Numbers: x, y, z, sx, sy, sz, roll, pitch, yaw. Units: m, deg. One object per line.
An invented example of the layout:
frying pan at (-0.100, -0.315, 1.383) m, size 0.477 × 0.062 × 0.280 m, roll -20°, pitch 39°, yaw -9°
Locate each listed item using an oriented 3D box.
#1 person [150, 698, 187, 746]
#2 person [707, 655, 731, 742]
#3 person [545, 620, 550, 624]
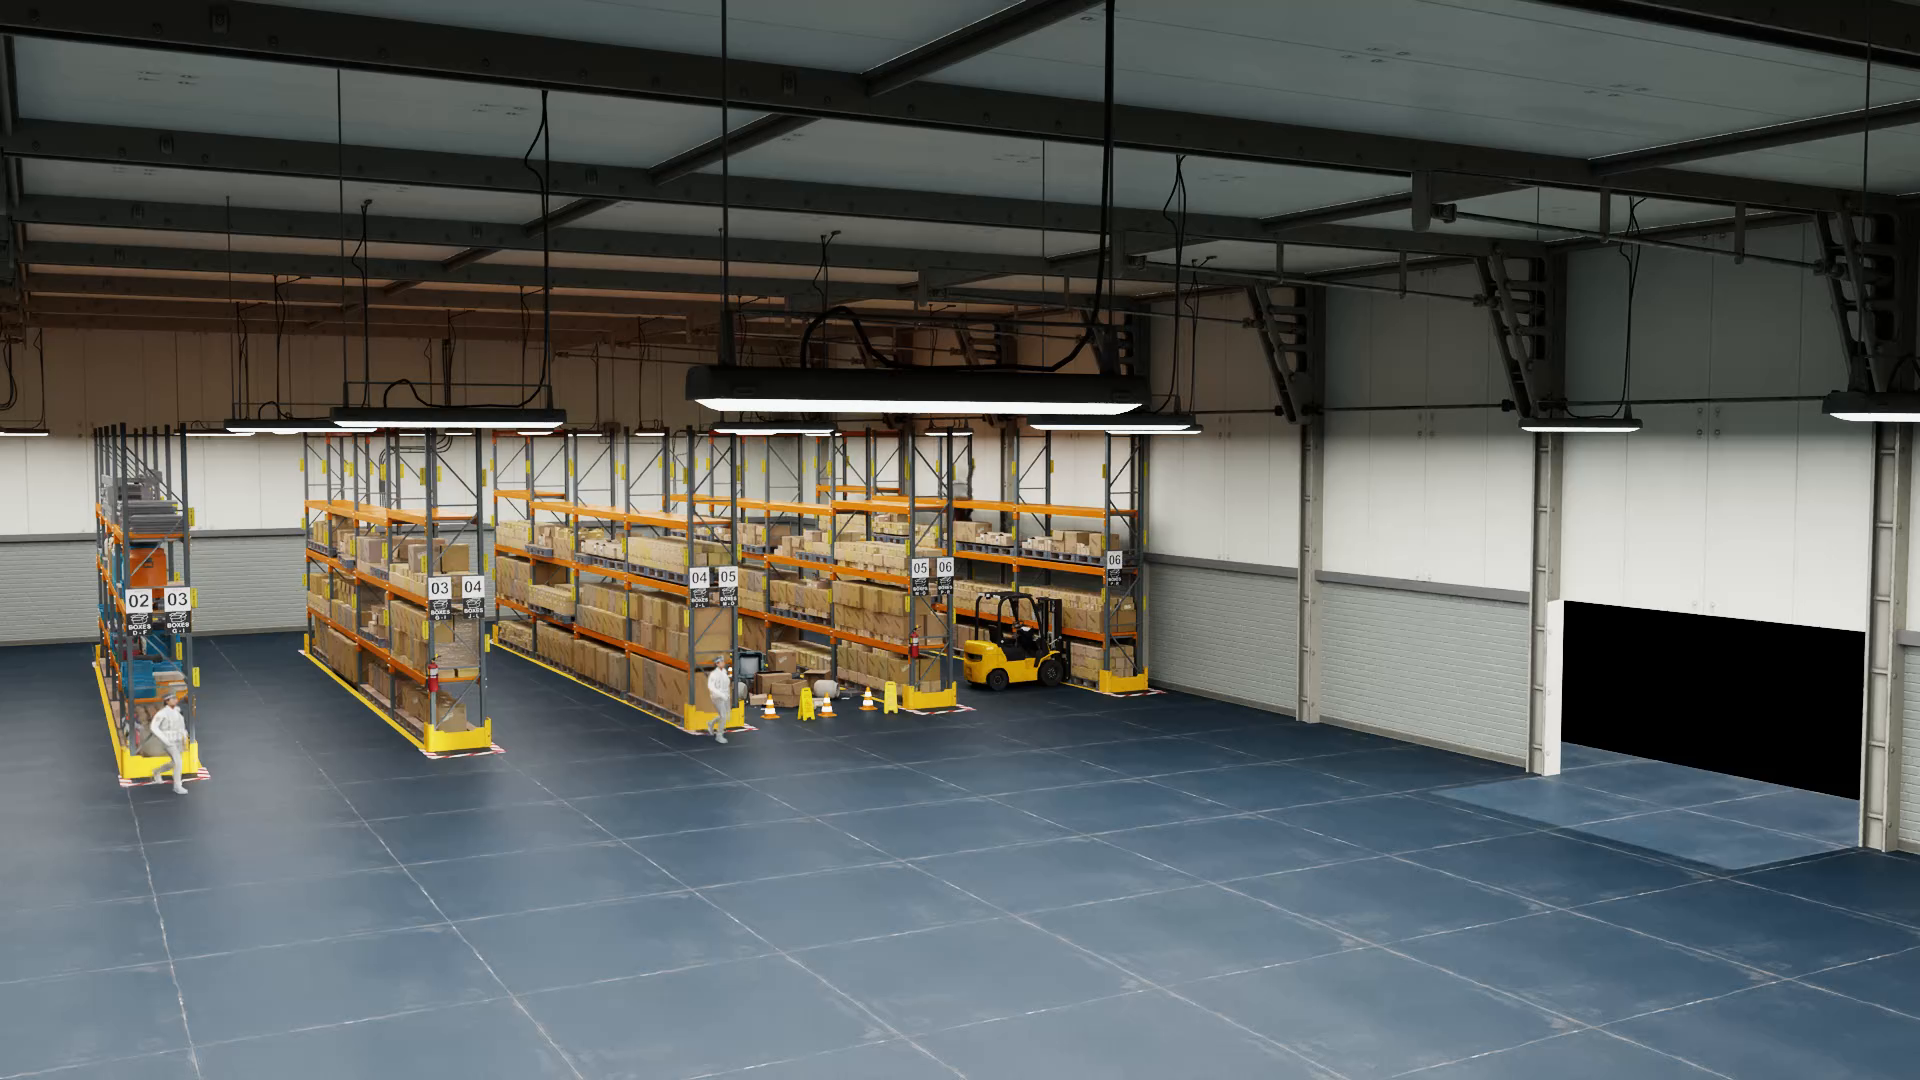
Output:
person at (-12.793, 2.896, 26.969) m, size 0.329 × 0.844 × 0.643 m, roll 1°, pitch 4°, yaw 15°
person at (-4.568, 2.997, 31.541) m, size 0.564 × 1.661 × 0.666 m, roll 1°, pitch 4°, yaw 23°
person at (-11.873, 1.911, 48.189) m, size 0.858 × 1.771 × 0.720 m, roll 1°, pitch 4°, yaw 23°
